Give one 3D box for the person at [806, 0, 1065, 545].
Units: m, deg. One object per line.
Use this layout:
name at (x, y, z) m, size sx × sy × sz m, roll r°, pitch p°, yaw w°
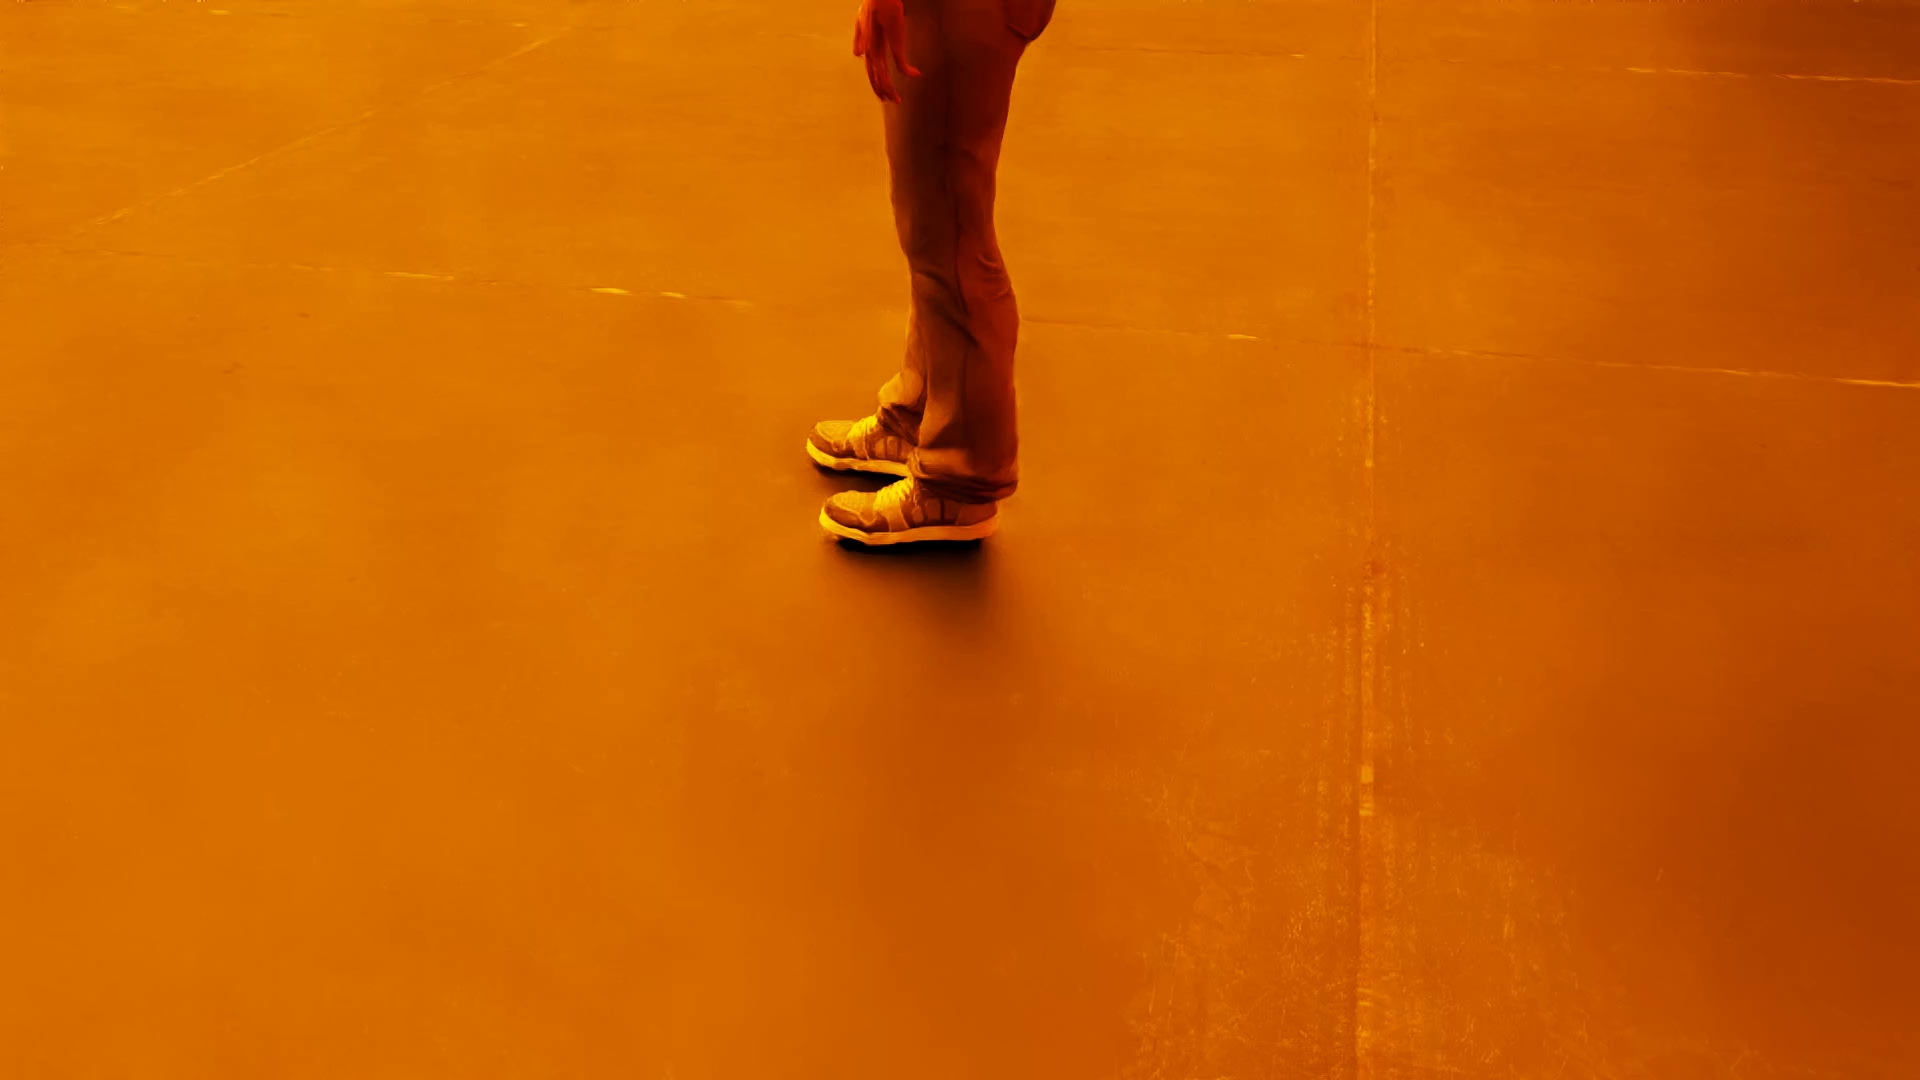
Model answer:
person at (-0.069, -0.733, 2.164) m, size 0.474 × 1.597 × 0.521 m, roll 6°, pitch 27°, yaw 11°
